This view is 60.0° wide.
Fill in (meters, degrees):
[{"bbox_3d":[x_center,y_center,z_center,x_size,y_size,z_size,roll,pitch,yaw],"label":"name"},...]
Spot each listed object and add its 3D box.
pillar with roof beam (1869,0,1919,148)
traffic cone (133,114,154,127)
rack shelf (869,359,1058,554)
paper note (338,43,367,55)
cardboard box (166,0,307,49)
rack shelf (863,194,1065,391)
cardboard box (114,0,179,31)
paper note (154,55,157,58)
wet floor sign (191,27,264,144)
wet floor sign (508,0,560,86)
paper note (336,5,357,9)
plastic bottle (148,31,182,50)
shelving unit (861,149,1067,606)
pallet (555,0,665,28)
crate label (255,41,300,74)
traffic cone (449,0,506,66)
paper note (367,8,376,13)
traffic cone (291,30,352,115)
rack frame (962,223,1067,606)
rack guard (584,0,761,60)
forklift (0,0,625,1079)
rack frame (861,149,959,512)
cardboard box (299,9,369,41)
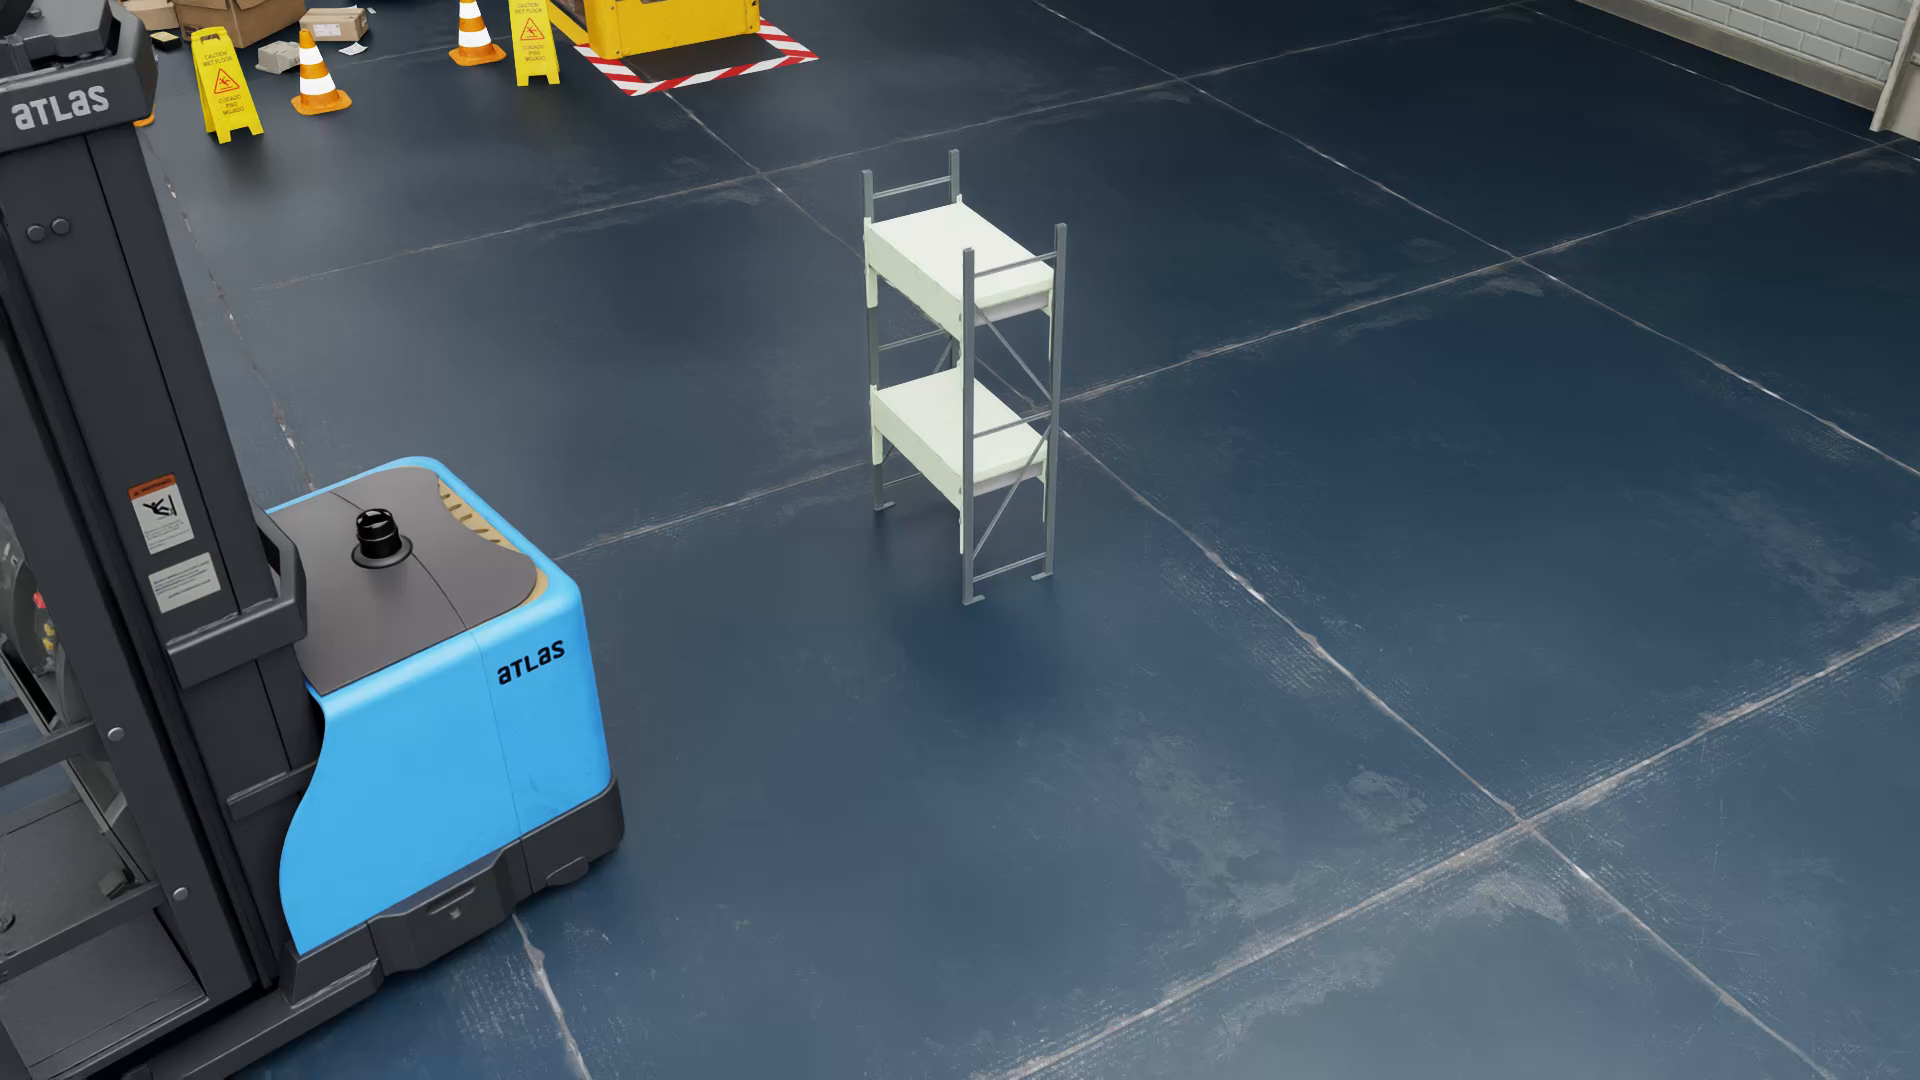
[{"bbox_3d":[2.087,-4.827,5.729,9.100,9.000,0.400,-19,40,-24],"label":"pillar with roof beam"},{"bbox_3d":[-5.193,-2.794,10.183,0.336,0.463,0.334,-19,40,-24],"label":"traffic cone"},{"bbox_3d":[0.003,-0.339,6.495,0.431,0.370,0.720,-19,40,-24],"label":"rack shelf"},{"bbox_3d":[-4.121,-3.338,11.295,0.142,0.019,0.148,26,44,31],"label":"paper note"},{"bbox_3d":[-4.996,-3.782,11.502,0.637,0.503,0.797,12,38,16],"label":"cardboard box"},{"bbox_3d":[0.003,-0.917,6.073,0.431,0.370,0.720,-19,40,-24],"label":"rack shelf"},{"bbox_3d":[-5.707,-3.732,11.634,0.396,0.266,0.258,-12,38,-16],"label":"cardboard box"},{"bbox_3d":[-5.453,-3.208,11.118,0.144,0.017,0.142,-6,37,-8],"label":"paper note"},{"bbox_3d":[-4.427,-2.748,9.965,0.267,0.644,0.232,-26,44,-31],"label":"wet floor sign"},{"bbox_3d":[-2.754,-3.280,10.694,0.267,0.644,0.232,-6,37,-8],"label":"wet floor sign"},{"bbox_3d":[-4.418,-3.811,11.952,0.148,0.019,0.142,-6,37,-8],"label":"paper note"},{"bbox_3d":[-5.466,-3.427,11.390,0.283,0.061,0.133,26,44,31],"label":"plastic bottle"},{"bbox_3d":[0.003,-0.602,6.303,0.431,1.500,0.755,-19,40,-24],"label":"shelving unit"},{"bbox_3d":[-2.340,-3.982,12.024,1.003,0.211,1.213,-19,40,-24],"label":"pallet"},{"bbox_3d":[-4.493,-3.206,11.024,0.298,0.136,0.250,19,40,24],"label":"crate label"},{"bbox_3d":[-3.256,-3.458,11.092,0.336,0.463,0.334,-19,40,-24],"label":"traffic cone"},{"bbox_3d":[-4.231,-3.807,11.954,0.032,0.001,0.123,-19,40,-24],"label":"paper note"},{"bbox_3d":[-4.045,-2.955,10.404,0.336,0.463,0.334,-19,40,-24],"label":"traffic cone"},{"bbox_3d":[0.187,-0.416,6.047,0.400,1.500,0.023,-19,40,-24],"label":"rack frame"},{"bbox_3d":[-1.963,-3.674,11.357,1.175,0.500,0.348,-19,40,-24],"label":"rack guard"},{"bbox_3d":[-2.518,0.176,4.024,3.031,2.935,1.130,-27,44,-32],"label":"forklift"},{"bbox_3d":[-0.181,-0.789,6.559,0.400,1.500,0.023,-19,40,-24],"label":"rack frame"},{"bbox_3d":[-4.329,-3.563,11.502,0.380,0.149,0.250,0,36,0],"label":"cardboard box"}]
